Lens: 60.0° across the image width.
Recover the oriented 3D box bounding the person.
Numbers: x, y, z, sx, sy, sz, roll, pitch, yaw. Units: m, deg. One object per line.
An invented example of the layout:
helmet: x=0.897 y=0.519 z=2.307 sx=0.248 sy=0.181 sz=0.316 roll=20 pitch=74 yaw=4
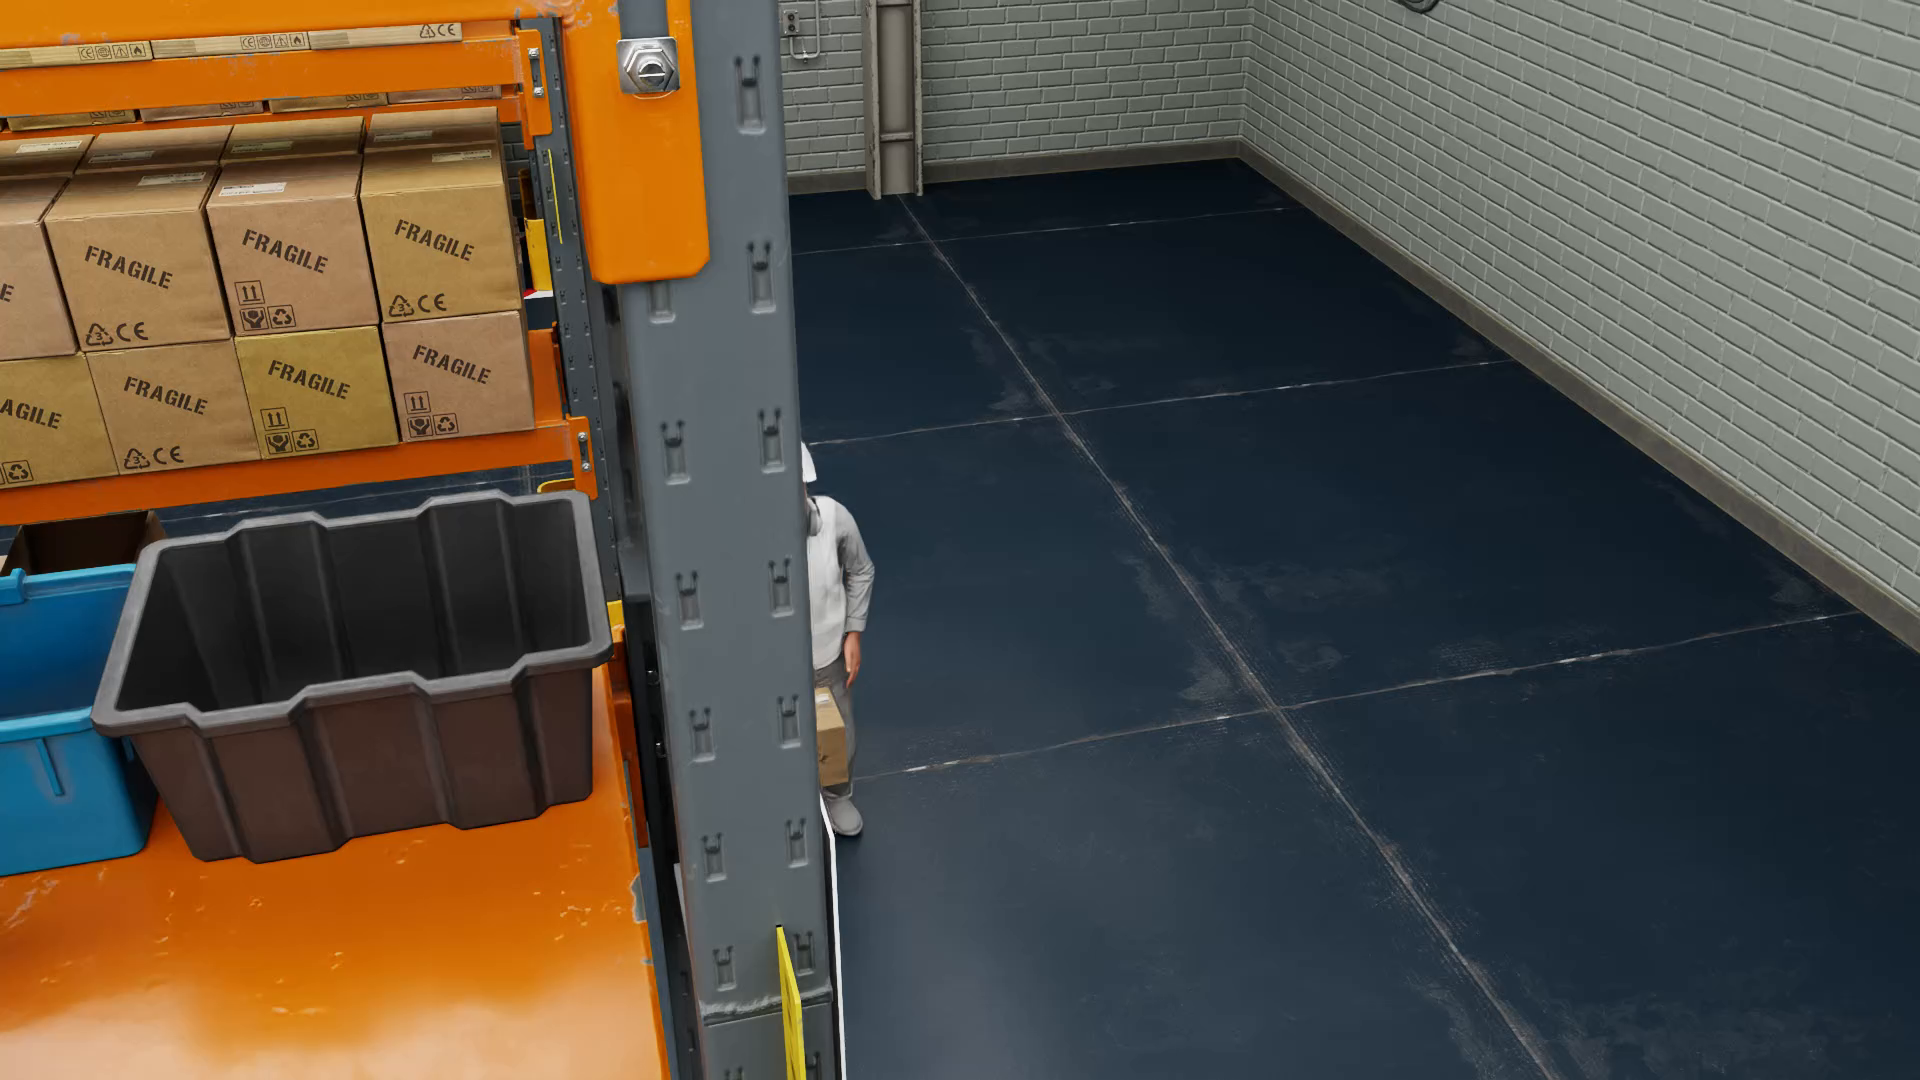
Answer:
person: x=-0.605 y=0.387 z=5.966 sx=0.643 sy=1.742 sz=0.465 roll=-7 pitch=31 yaw=-11
